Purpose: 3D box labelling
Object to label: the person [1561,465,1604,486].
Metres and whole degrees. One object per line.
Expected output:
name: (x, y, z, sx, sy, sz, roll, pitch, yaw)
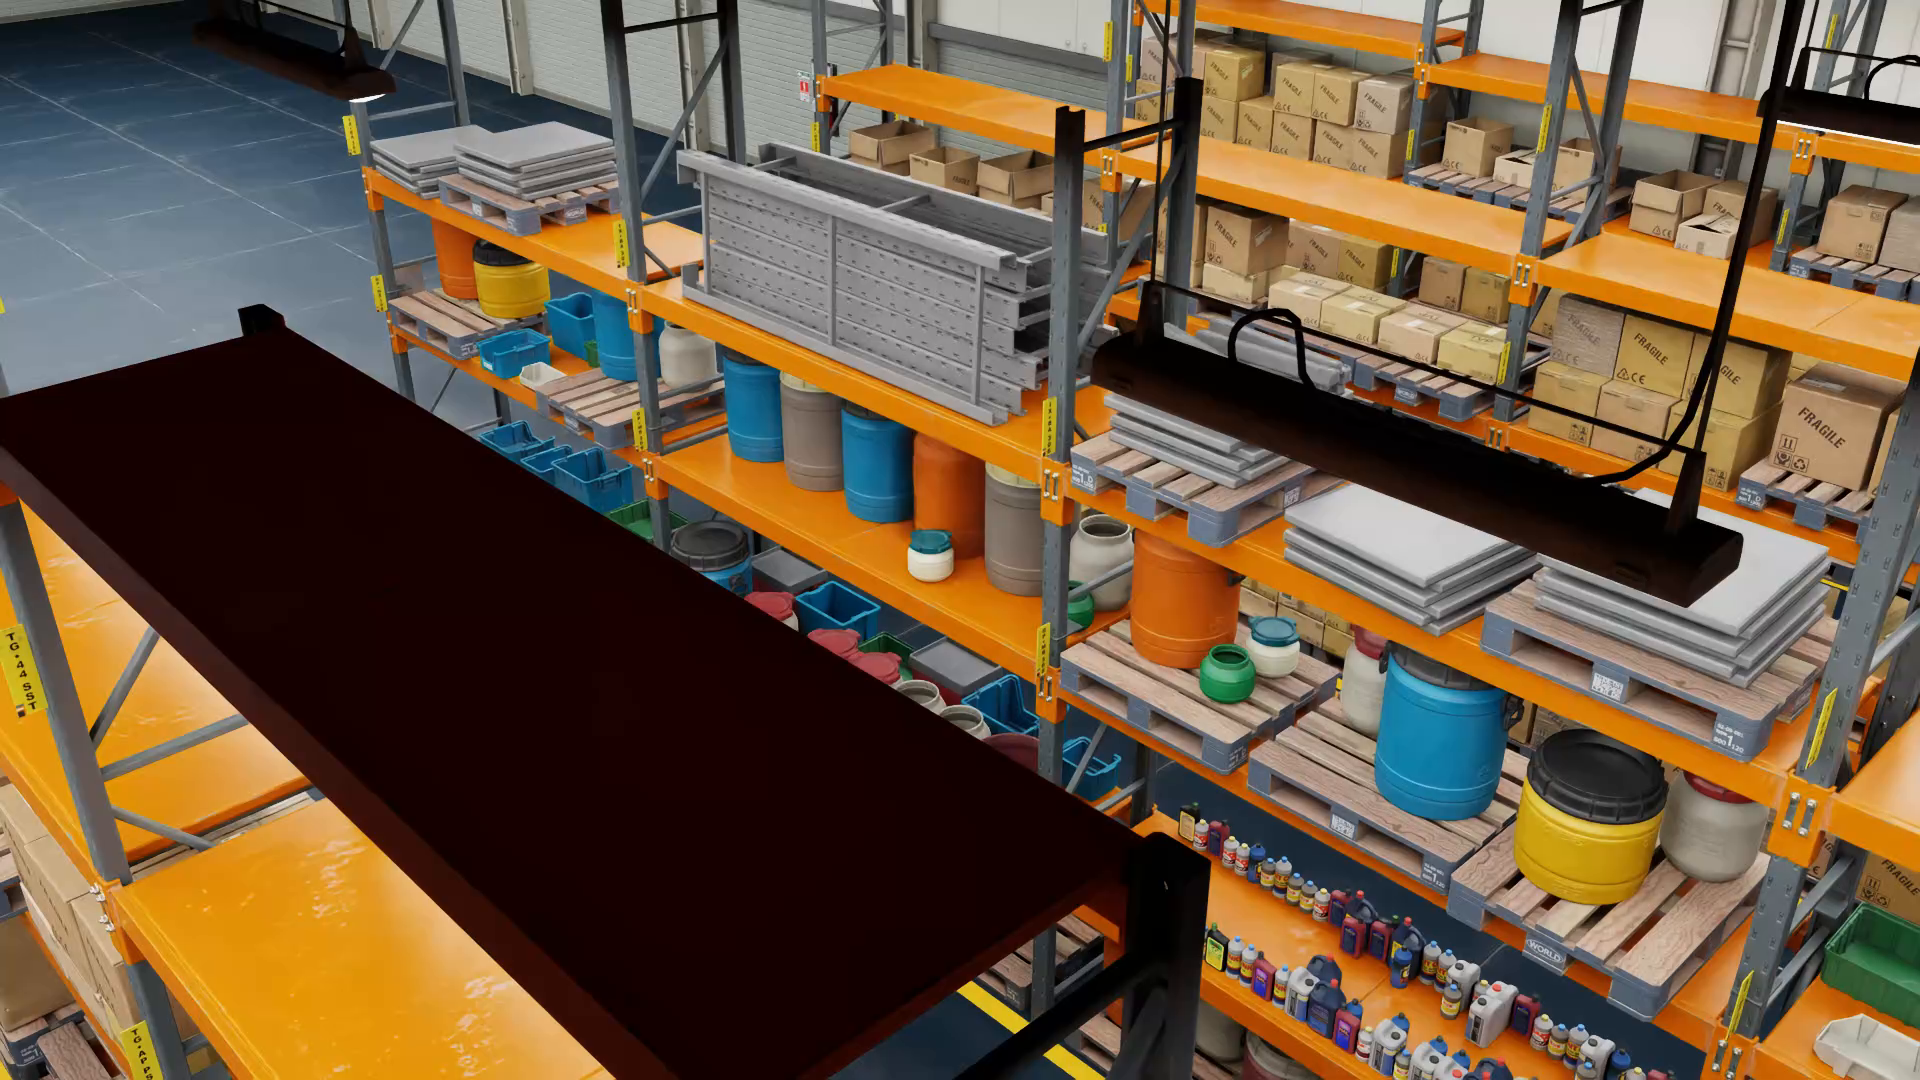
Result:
person: (5.999, -0.556, 16.162, 1.042, 1.600, 0.589, 20, 34, 32)
